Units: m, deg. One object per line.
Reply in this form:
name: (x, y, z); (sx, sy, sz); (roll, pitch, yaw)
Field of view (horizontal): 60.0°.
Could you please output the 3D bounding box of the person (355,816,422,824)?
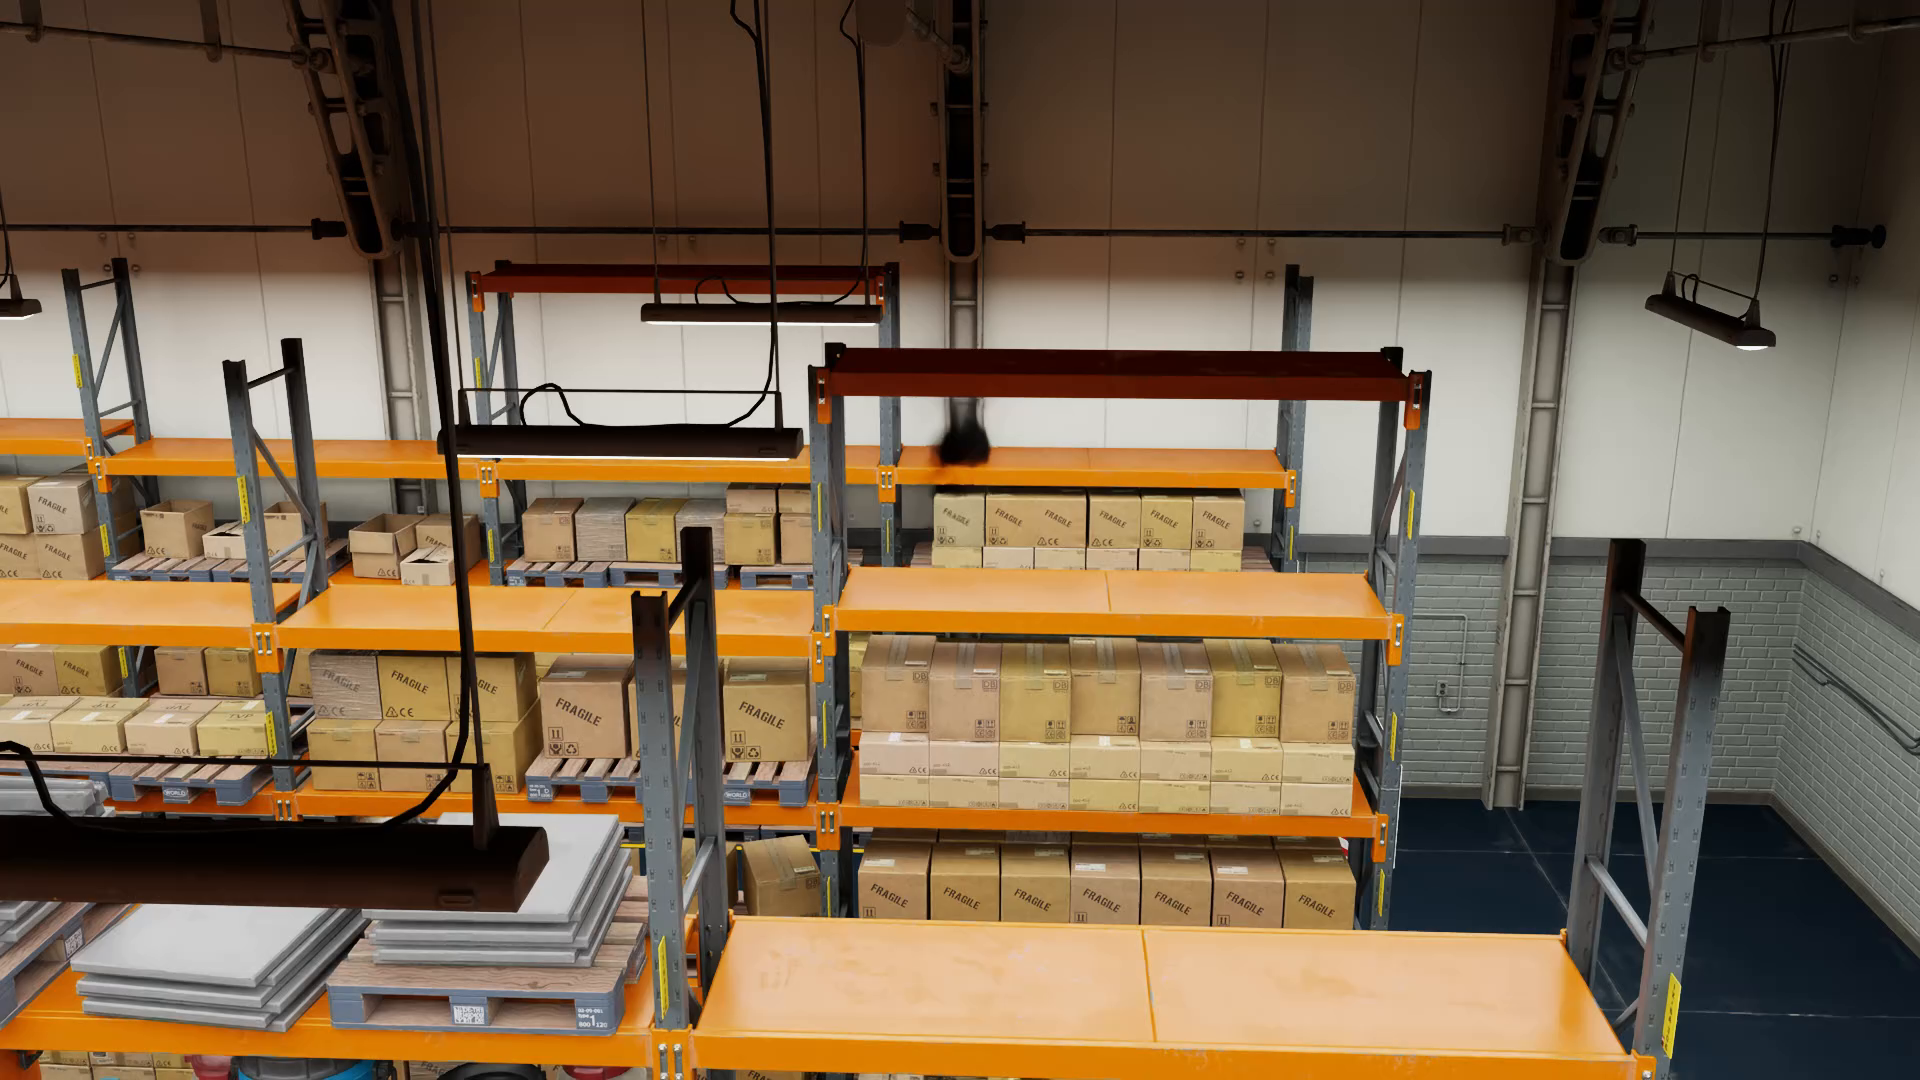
person: (-5.620, 2.804, 15.807); (0.778, 1.717, 0.680); (2, 16, 6)
